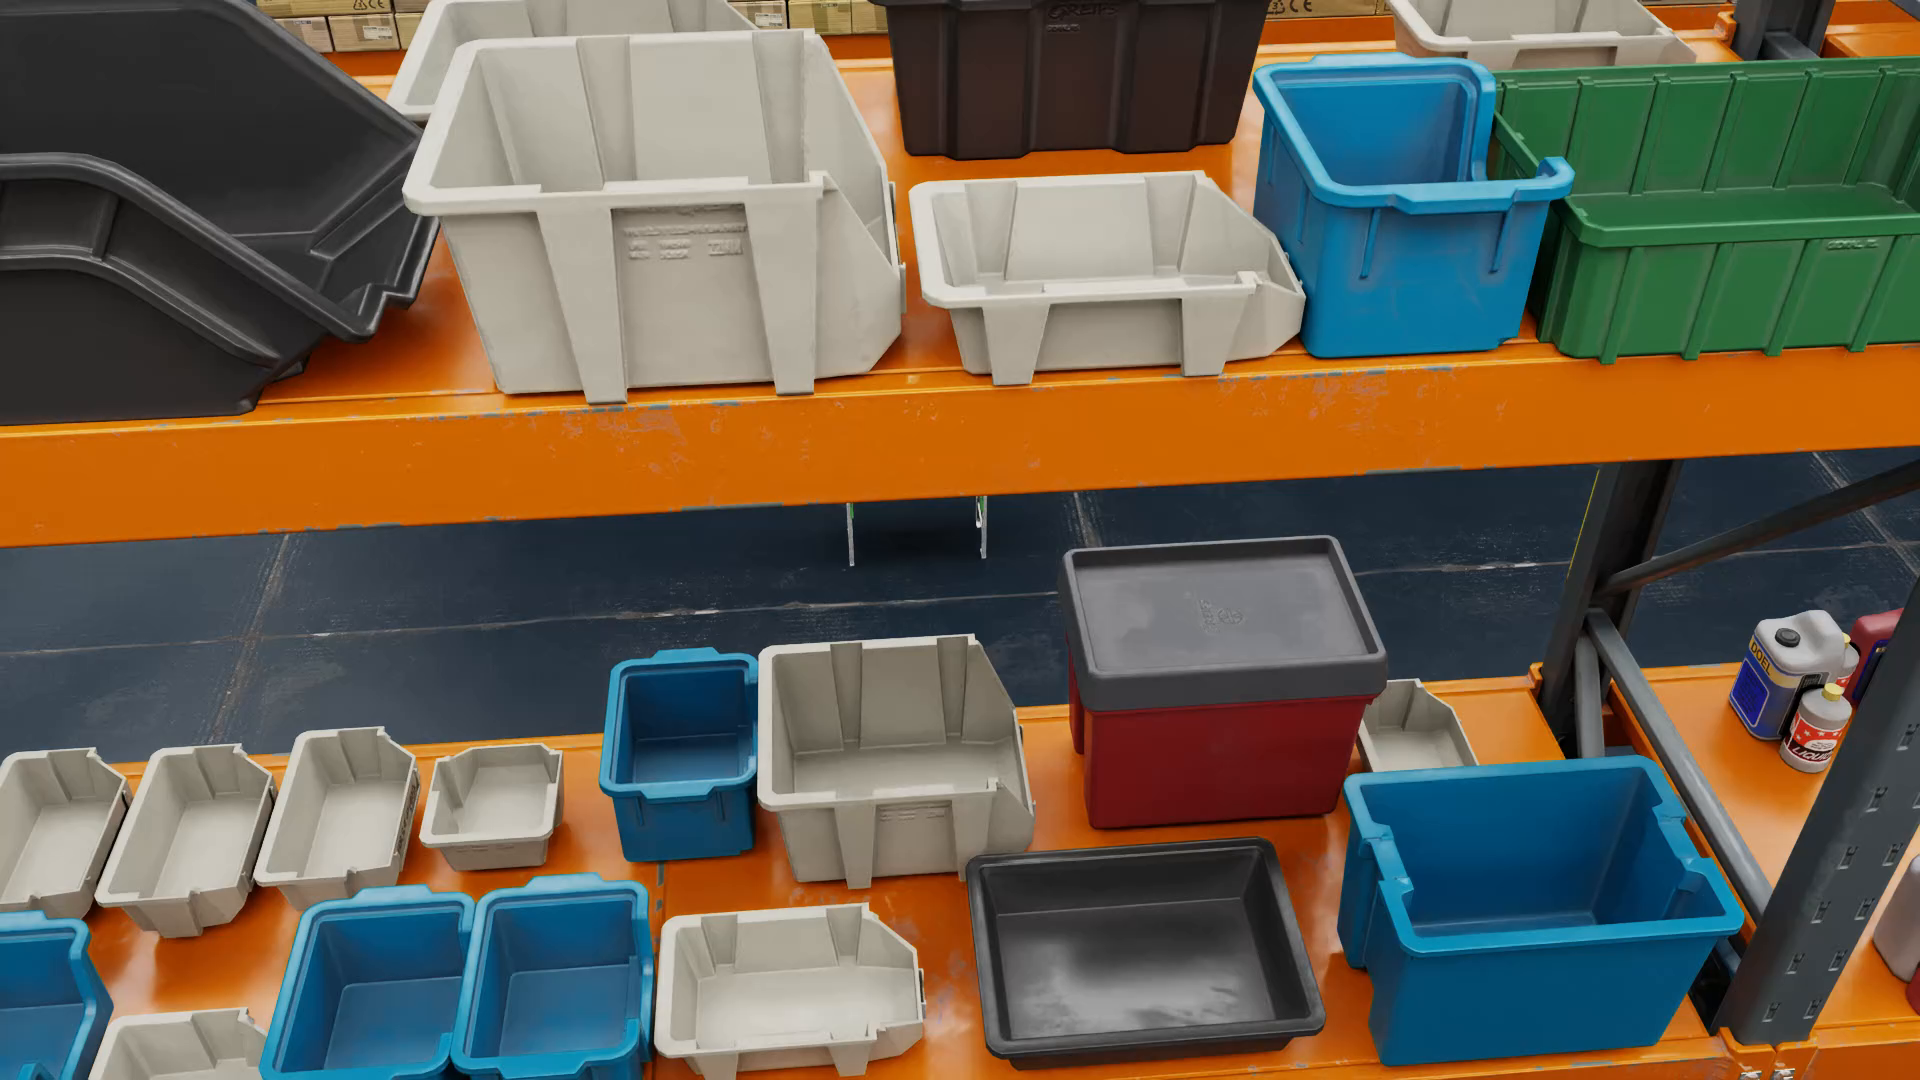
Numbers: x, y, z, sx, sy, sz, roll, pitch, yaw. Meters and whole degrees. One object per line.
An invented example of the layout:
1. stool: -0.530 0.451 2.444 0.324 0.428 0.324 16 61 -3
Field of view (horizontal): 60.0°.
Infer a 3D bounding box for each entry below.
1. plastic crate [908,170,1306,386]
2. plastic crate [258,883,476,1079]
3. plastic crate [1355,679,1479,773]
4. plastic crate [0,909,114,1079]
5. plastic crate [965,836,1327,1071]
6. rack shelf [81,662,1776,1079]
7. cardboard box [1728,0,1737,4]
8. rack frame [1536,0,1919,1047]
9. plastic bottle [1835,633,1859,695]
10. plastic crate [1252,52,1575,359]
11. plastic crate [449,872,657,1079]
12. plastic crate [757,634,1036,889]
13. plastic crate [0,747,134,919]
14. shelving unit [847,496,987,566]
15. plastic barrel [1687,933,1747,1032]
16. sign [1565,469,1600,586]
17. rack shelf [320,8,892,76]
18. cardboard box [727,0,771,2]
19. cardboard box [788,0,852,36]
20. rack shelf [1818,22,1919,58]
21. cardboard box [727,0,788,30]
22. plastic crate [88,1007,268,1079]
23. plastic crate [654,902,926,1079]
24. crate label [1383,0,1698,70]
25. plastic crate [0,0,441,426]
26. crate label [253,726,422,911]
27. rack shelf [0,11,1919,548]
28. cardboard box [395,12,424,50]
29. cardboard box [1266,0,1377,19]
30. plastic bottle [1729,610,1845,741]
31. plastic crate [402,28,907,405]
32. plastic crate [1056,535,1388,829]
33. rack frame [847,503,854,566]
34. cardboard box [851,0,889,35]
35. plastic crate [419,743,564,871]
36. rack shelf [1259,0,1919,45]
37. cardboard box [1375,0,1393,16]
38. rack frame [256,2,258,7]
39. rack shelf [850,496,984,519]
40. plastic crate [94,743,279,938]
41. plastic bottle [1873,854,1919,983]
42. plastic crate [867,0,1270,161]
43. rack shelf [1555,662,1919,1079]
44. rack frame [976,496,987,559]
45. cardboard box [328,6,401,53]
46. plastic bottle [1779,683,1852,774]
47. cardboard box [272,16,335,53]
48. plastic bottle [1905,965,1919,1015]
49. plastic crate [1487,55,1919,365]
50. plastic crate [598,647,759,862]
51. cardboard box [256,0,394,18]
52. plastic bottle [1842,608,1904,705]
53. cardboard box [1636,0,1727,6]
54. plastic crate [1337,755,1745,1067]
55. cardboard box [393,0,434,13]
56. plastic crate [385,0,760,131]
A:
1. plastic crate: 0.179 -0.316 2.020 0.466 0.136 0.293 -3 38 -4
2. plastic crate: -0.985 0.833 2.860 0.300 0.233 0.416 -3 38 -4
3. plastic crate: 0.936 0.471 3.396 0.243 0.136 0.396 -3 38 -4
4. plastic crate: -1.641 0.869 2.814 0.300 0.233 0.416 -3 38 -4
5. plastic crate: 0.321 0.765 3.032 0.590 0.125 0.437 -3 38 -4
6. rack shelf: -0.580 0.846 3.337 4.000 0.370 1.077 -3 38 -4
7. cardboard box: 3.474 -2.627 7.077 0.500 0.500 0.500 -4 38 -5
8. rack frame: 1.412 0.454 3.253 0.127 3.000 1.000 -3 38 -4
9. plastic bottle: 1.889 0.287 3.625 0.097 0.201 0.097 0 38 0
10. plastic crate: 0.534 -0.411 2.063 0.300 0.233 0.416 -3 38 -4
11. plastic crate: -0.687 0.816 2.881 0.300 0.233 0.416 -3 38 -4
12. plastic crate: -0.125 0.447 3.309 0.530 0.282 0.437 -3 38 -4
13. plastic crate: -1.776 0.597 3.237 0.243 0.136 0.396 -3 38 -4
14. shelving unit: -0.165 -0.462 5.867 0.503 1.200 0.258 -3 38 -4
15. plastic barrel: 1.956 1.093 3.798 0.708 0.901 0.600 -3 38 -4
16. sign: 1.365 0.005 3.598 0.005 0.325 0.100 -3 38 -4
17. rack shelf: -1.019 -2.210 7.210 4.000 0.370 1.077 -3 38 -4
18. cardboard box: -0.971 -2.390 6.739 0.500 0.250 0.500 -4 38 -5
19. cardboard box: -0.581 -2.214 6.837 0.250 0.149 0.380 -4 38 -5
20. rack shelf: 3.404 -0.551 2.686 4.000 0.370 1.077 -3 38 -4
21. cardboard box: -0.835 -2.201 6.820 0.250 0.149 0.380 -3 38 -3
22. plastic crate: -1.294 0.939 2.803 0.298 0.136 0.250 -3 38 -4
23. plastic crate: -0.296 0.815 2.960 0.466 0.136 0.293 -3 38 -4
24. crate label: 0.899 -0.772 2.598 0.466 0.136 0.293 -3 38 -4
25. plastic crate: -1.026 -0.394 1.957 0.767 0.338 0.504 -3 38 -4
26. crate label: -1.211 0.559 3.284 0.243 0.136 0.396 -3 38 -4
27. rack shelf: -0.580 -0.332 2.408 4.000 0.370 1.077 -3 38 -4
28. cardboard box: -2.117 -2.129 6.730 0.250 0.149 0.380 -4 38 -5
29. cardboard box: 1.454 -2.513 6.932 0.500 0.500 0.500 -3 38 -4
30. plastic bottle: 1.776 0.281 3.572 0.135 0.276 0.152 -3 38 -4
31. plastic crate: -0.337 -0.389 1.996 0.530 0.282 0.437 -3 38 -4
32. plastic crate: 0.501 0.299 3.349 0.583 0.464 0.402 -3 38 -4
33. rack frame: -0.408 -0.449 5.850 0.015 1.200 0.240 -3 38 -4
34. cardboard box: -0.326 -2.228 6.855 0.250 0.149 0.380 -2 38 -3
35. plastic crate: -0.917 0.532 3.319 0.250 0.136 0.298 -3 38 -4
36. rack shelf: 2.966 -2.430 7.488 4.000 0.370 1.077 -3 38 -4
37. cardboard box: 1.955 -2.541 6.968 0.500 0.500 0.500 -3 38 -4
38. rack frame: -3.011 -2.383 6.848 0.127 3.000 1.000 -3 38 -4
39. rack shelf: -0.165 -0.223 6.055 0.480 0.148 0.258 -3 38 -4
40. plastic crate: -1.486 0.590 3.246 0.243 0.136 0.396 -3 38 -4
41. plastic bottle: 1.832 0.651 3.043 0.185 0.351 0.144 -3 38 -4
42. plastic crate: 0.151 -0.774 2.493 0.590 0.269 0.497 -3 38 -4
43. rack shelf: 3.404 0.626 3.615 4.000 0.370 1.077 -3 38 -4
44. rack frame: 0.078 -0.475 5.884 0.015 1.200 0.240 -3 38 -4
45. cardboard box: -2.372 -2.115 6.712 0.250 0.149 0.380 -4 38 -5
46. plastic bottle: 1.806 0.387 3.499 0.097 0.201 0.097 0 38 0
47. cardboard box: -2.628 -2.100 6.693 0.250 0.149 0.380 -3 38 -3
48. plastic bottle: 1.815 0.743 2.981 0.133 0.283 0.061 -3 38 -4
49. plastic crate: 1.017 -0.431 2.124 0.662 0.188 0.450 -3 38 -4
50. plastic crate: -0.549 0.444 3.352 0.300 0.233 0.416 -3 38 -4
51. cardboard box: -2.509 -2.300 6.625 0.500 0.250 0.500 -4 38 -5
52. plastic bottle: 2.003 0.238 3.622 0.133 0.283 0.061 -3 38 -4
53. cardboard box: 2.967 -2.599 7.042 0.500 0.500 0.500 -2 38 -3
54. plastic crate: 0.977 0.672 2.941 0.575 0.384 0.392 -3 38 -4
55. cardboard box: -1.992 -2.333 6.666 0.500 0.250 0.500 -4 38 -5
56. plastic crate: -0.536 -0.667 2.466 0.530 0.136 0.437 -3 38 -4
